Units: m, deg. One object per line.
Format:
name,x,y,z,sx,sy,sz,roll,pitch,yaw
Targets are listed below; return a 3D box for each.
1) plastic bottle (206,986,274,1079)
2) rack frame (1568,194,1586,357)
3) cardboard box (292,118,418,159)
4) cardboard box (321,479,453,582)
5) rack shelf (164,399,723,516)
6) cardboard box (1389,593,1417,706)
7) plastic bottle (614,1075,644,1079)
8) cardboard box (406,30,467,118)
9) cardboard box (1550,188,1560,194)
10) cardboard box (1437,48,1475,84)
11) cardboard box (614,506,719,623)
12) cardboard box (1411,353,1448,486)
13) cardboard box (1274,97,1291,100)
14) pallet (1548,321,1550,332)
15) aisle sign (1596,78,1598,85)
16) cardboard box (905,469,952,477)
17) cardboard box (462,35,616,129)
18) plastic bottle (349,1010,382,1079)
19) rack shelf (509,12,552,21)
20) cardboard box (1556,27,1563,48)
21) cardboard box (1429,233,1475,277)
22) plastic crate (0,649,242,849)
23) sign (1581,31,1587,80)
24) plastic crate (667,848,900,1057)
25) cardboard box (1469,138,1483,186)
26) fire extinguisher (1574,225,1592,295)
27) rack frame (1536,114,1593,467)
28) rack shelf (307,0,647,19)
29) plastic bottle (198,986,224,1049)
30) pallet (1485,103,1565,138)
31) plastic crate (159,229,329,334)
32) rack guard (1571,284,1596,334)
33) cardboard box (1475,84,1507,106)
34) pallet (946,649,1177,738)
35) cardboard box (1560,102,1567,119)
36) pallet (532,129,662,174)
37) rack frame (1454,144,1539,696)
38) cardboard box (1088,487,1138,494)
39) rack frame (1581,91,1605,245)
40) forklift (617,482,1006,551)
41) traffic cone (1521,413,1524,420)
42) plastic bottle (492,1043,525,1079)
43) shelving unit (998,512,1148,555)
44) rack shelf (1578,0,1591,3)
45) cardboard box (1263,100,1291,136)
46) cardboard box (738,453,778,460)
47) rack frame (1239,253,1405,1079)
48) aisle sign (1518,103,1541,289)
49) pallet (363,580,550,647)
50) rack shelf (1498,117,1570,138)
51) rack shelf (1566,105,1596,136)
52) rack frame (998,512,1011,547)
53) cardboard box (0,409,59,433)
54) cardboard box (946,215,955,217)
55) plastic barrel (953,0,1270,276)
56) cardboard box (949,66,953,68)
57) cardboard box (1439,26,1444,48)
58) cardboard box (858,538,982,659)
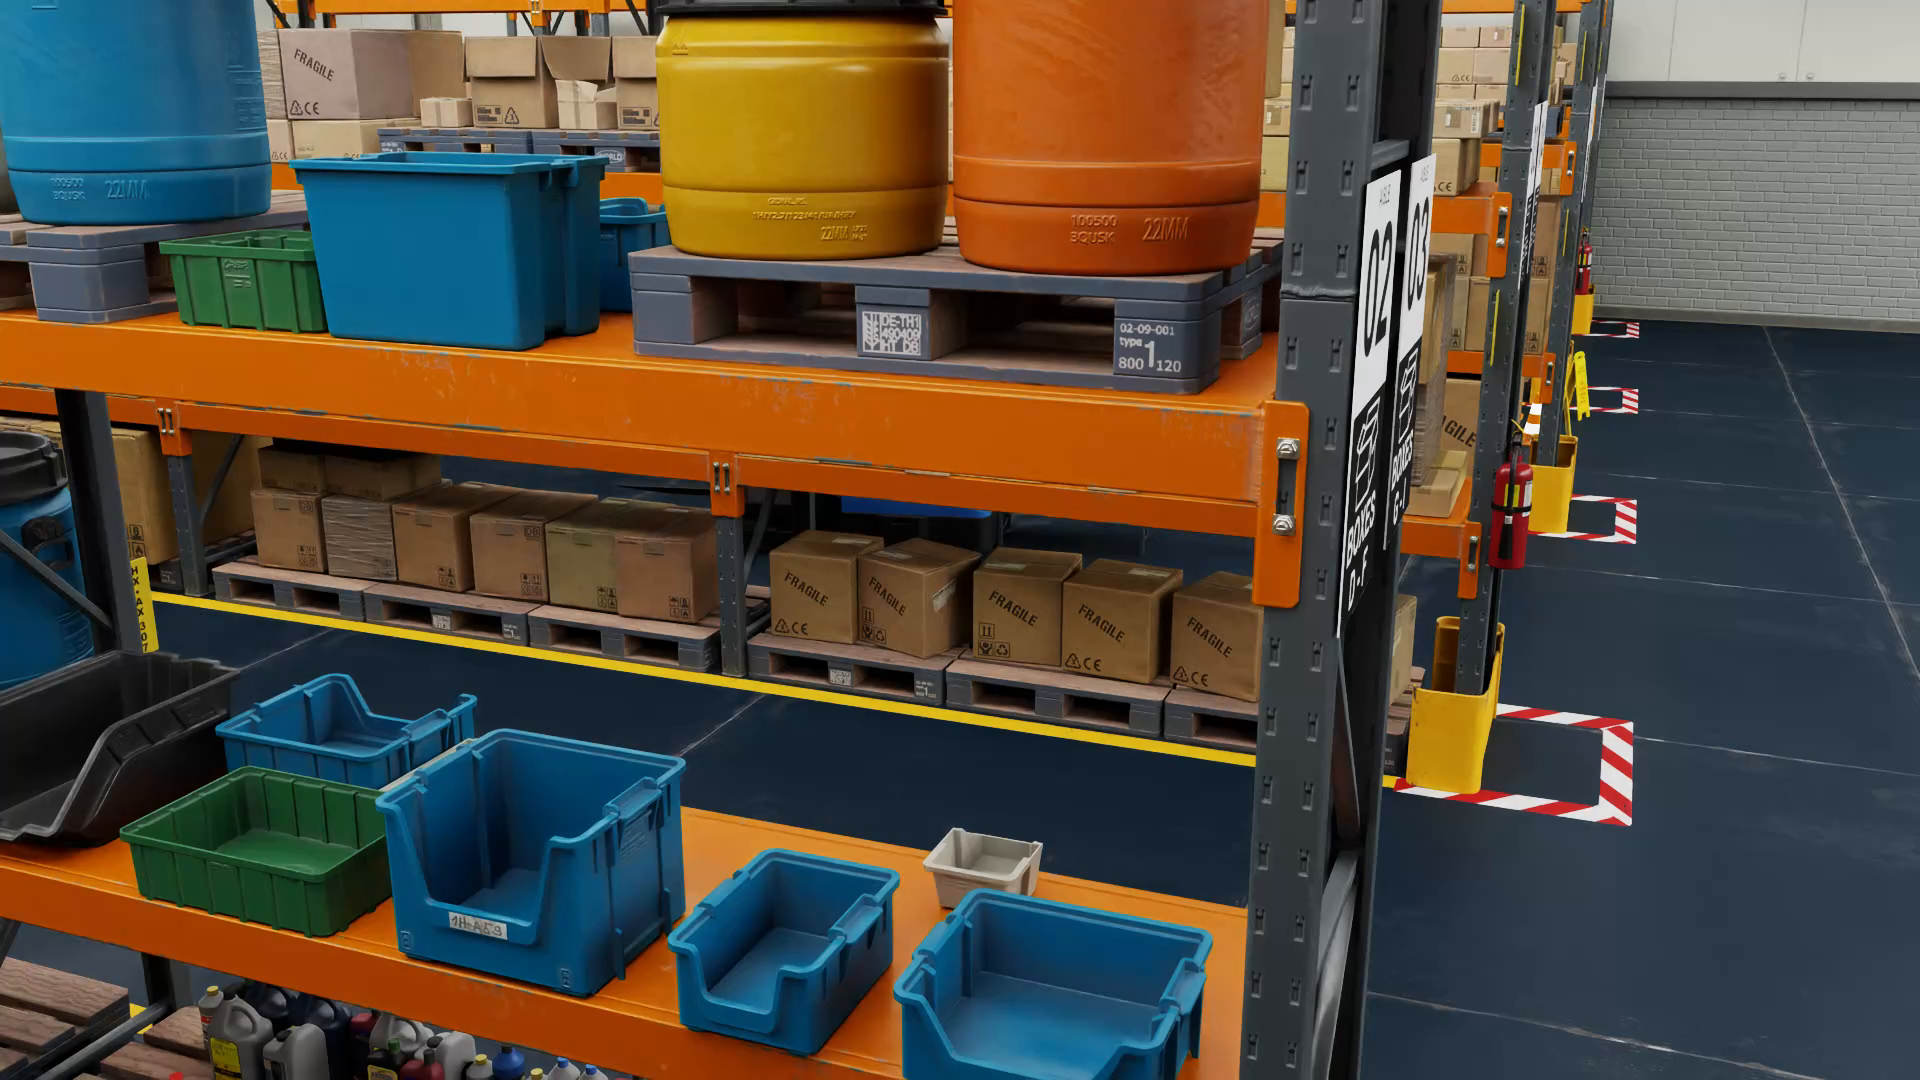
plastic bottle,-2.285,1.588,5.285,0.185,0.351,0.144,6,17,21
rack frame,6.238,-2.947,16.944,0.127,3.000,1.000,6,17,21
cardboard box,-3.537,-2.347,9.765,0.500,0.250,0.500,7,17,22
cardboard box,-3.689,-0.089,10.794,0.500,0.500,0.700,5,17,16
rack shelf,-2.980,-0.645,10.305,4.000,0.370,1.077,6,17,21
cardboard box,2.027,0.554,8.616,0.500,0.500,0.500,10,19,31
plastic bottle,-0.992,1.707,4.996,0.133,0.283,0.061,7,17,22
cardboard box,-3.369,-2.835,10.104,0.500,0.500,0.500,7,17,22
cardboard box,7.501,-4.265,21.304,0.500,0.500,0.500,6,17,19
cardboard box,3.493,-3.443,12.075,0.500,0.250,0.500,6,17,21
cardboard box,-1.683,0.135,10.023,0.500,0.500,0.700,5,17,16
cardboard box,2.100,-0.631,8.253,0.500,0.500,0.875,6,17,21
cardboard box,1.717,-2.117,8.258,0.250,0.149,0.380,7,18,23
pallet,7.329,-2.963,22.000,1.213,0.211,1.003,6,17,21
aisle sign,6.409,-4.269,16.837,0.004,0.787,0.394,6,17,21
cardboard box,-0.106,-0.458,8.823,0.250,0.149,0.380,6,17,21
cardboard box,-2.397,-2.647,9.594,0.637,0.503,0.797,7,18,23
plastic bottle,-1.887,1.609,5.335,0.133,0.283,0.061,8,18,24
rack shelf,-4.968,-8.201,25.577,4.000,0.370,1.077,6,17,21
cardboard box,4.322,-3.722,12.321,0.250,0.149,0.380,6,17,21
cardboard box,3.639,-2.324,12.591,0.550,0.550,0.875,6,17,21
plastic crate,-2.496,0.615,4.786,0.504,0.338,0.767,6,17,21
sign,4.303,-3.341,11.476,0.005,0.325,0.100,6,17,21
plastic crate,-0.393,0.938,3.829,0.408,0.251,0.499,6,17,21
cardboard box,2.248,-1.861,8.094,0.500,0.250,0.500,7,18,22
fire extinguisher,6.175,-2.778,16.503,0.183,0.674,0.296,6,17,21
rack frame,4.515,-1.653,12.486,0.127,3.000,1.000,6,17,21
rack shelf,-4.787,-5.019,15.329,4.000,0.370,1.077,6,17,21
plastic bottle,-2.485,1.588,5.555,0.097,0.201,0.097,0,16,0
pallet,3.822,-3.124,12.332,1.213,0.211,1.003,6,17,21
plastic crate,-1.569,-0.608,3.887,0.450,0.188,0.336,6,17,21
rack guard,8.078,-3.032,21.720,0.348,0.500,1.175,6,17,21
cardboard box,3.848,-3.194,11.934,0.250,0.149,0.380,6,17,21
pallet,0.657,0.737,9.255,1.213,0.211,1.003,6,17,21
cardboard box,6.048,-4.385,16.968,0.250,0.149,0.380,6,17,21
pallet,-1.655,-2.227,9.421,1.003,0.211,1.213,6,17,21
rack frame,2.602,-0.377,8.091,0.127,3.000,1.000,6,17,21
cardboard box,0.827,-0.358,8.476,0.250,0.149,0.380,6,17,21
rack frame,8.056,-4.235,21.380,0.127,3.000,1.000,6,17,21
forklift,-1.196,-1.467,11.971,3.031,2.935,1.130,3,16,9
traffic cone,5.364,-1.438,16.297,0.334,0.463,0.336,6,17,21
plastic bottle,-1.388,1.675,5.129,0.097,0.271,0.097,0,16,0
shelving unit,0.829,-0.706,11.917,1.048,1.500,0.538,3,16,9
rack shelf,2.655,-4.201,12.510,4.000,0.370,1.077,6,17,21
cardboard box,1.493,-1.960,7.719,0.250,0.149,0.380,6,17,21
cardboard box,-1.030,-0.565,9.191,0.250,0.149,0.380,6,17,21
rack frame,0.784,0.908,3.666,0.127,3.000,1.000,6,17,21
aisle sign,2.549,-1.541,7.438,0.004,0.787,0.394,6,17,21
pallet,-2.983,0.350,10.590,1.213,0.211,1.003,6,17,21
rack shelf,4.377,-4.246,17.331,4.000,0.370,1.077,6,17,21
rack shelf,6.195,-5.534,21.766,4.000,0.370,1.077,6,17,21
rack frame,0.327,-0.729,11.996,0.032,1.500,0.500,3,16,9
cardboard box,-6.301,-0.545,11.730,0.875,0.875,1.225,6,17,21
cardboard box,-0.149,-2.691,14.091,0.500,0.500,0.700,6,17,20
plastic barrel,0.286,-0.957,3.187,0.708,0.830,0.600,6,17,21
cardboard box,0.225,-5.107,18.818,0.637,0.503,0.797,6,17,21
cardboard box,3.366,-3.630,12.004,0.250,0.149,0.380,7,17,22
cardboard box,-0.226,0.321,9.418,0.500,0.500,0.500,13,21,38
